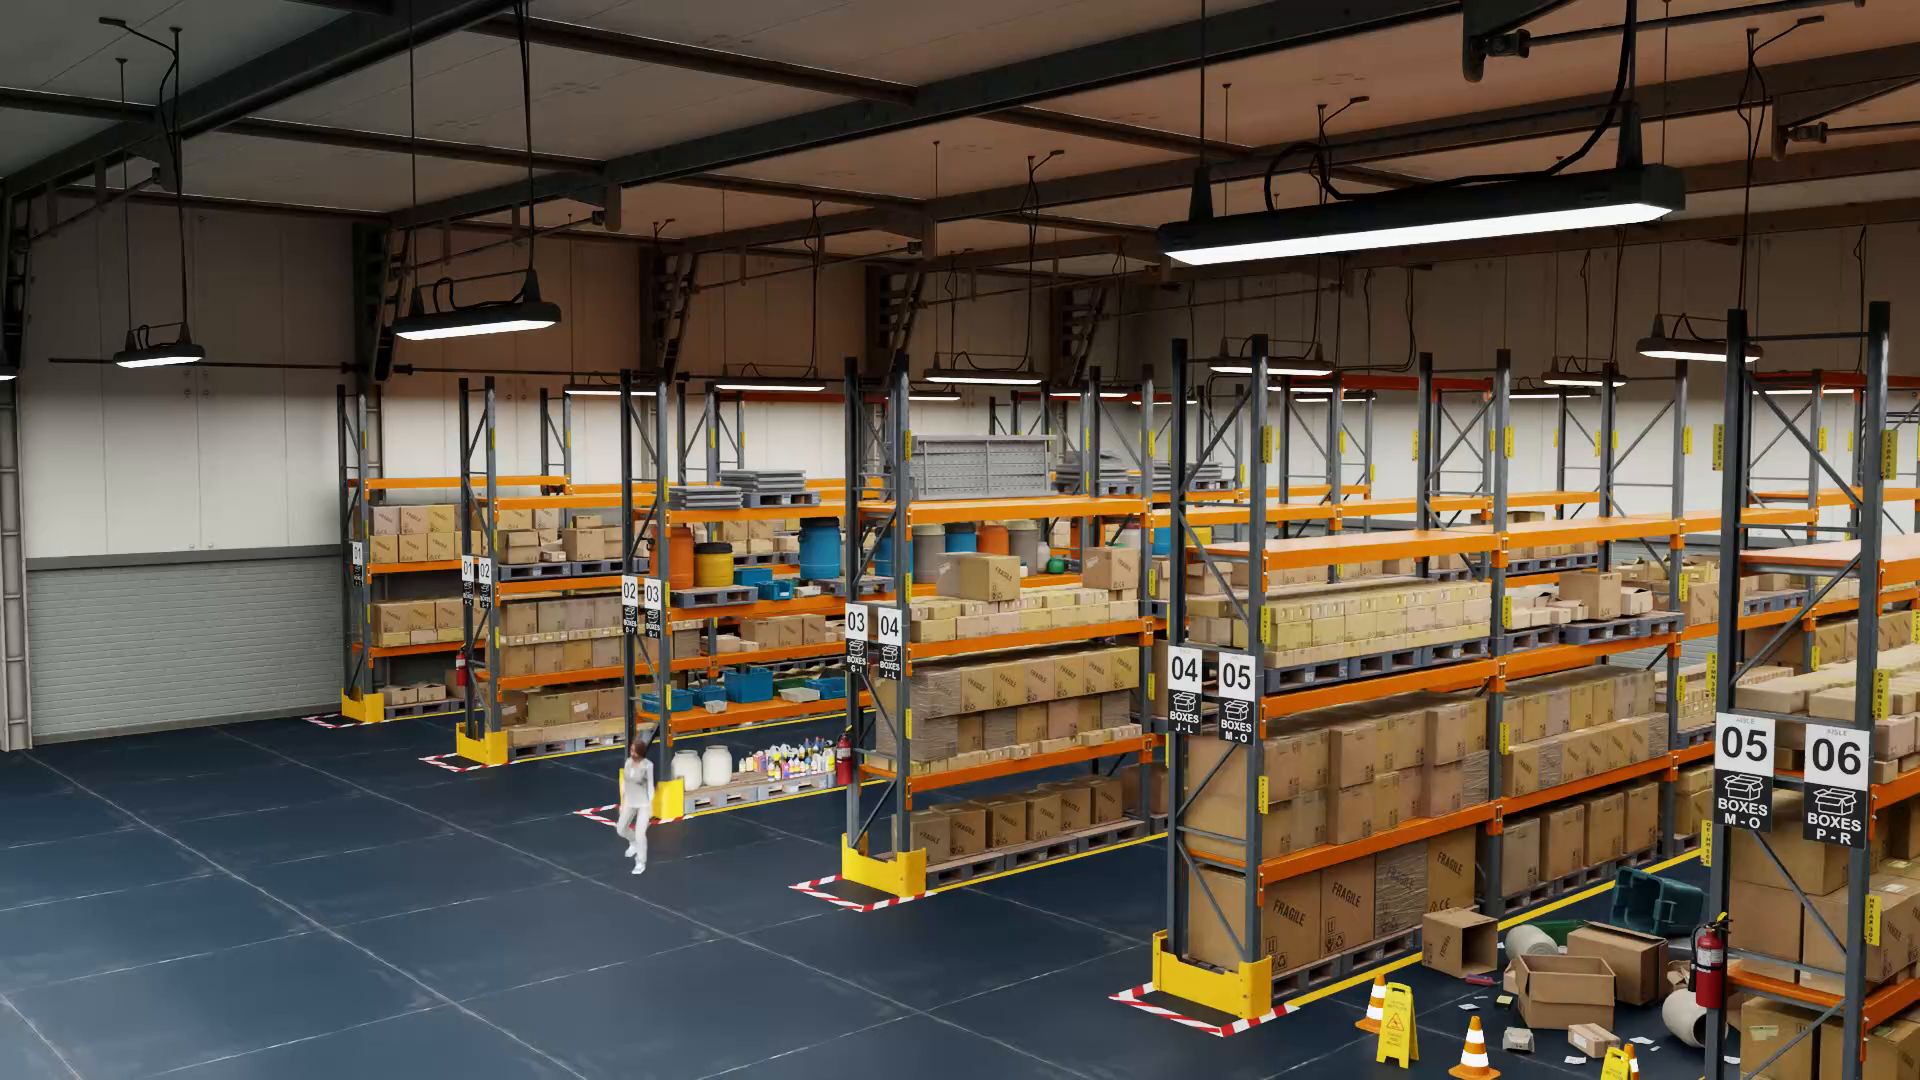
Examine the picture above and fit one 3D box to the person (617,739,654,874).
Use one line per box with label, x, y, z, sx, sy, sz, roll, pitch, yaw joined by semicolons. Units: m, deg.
person;-3.781;3.088;19.501;0.574;1.574;0.528;2;4;23
